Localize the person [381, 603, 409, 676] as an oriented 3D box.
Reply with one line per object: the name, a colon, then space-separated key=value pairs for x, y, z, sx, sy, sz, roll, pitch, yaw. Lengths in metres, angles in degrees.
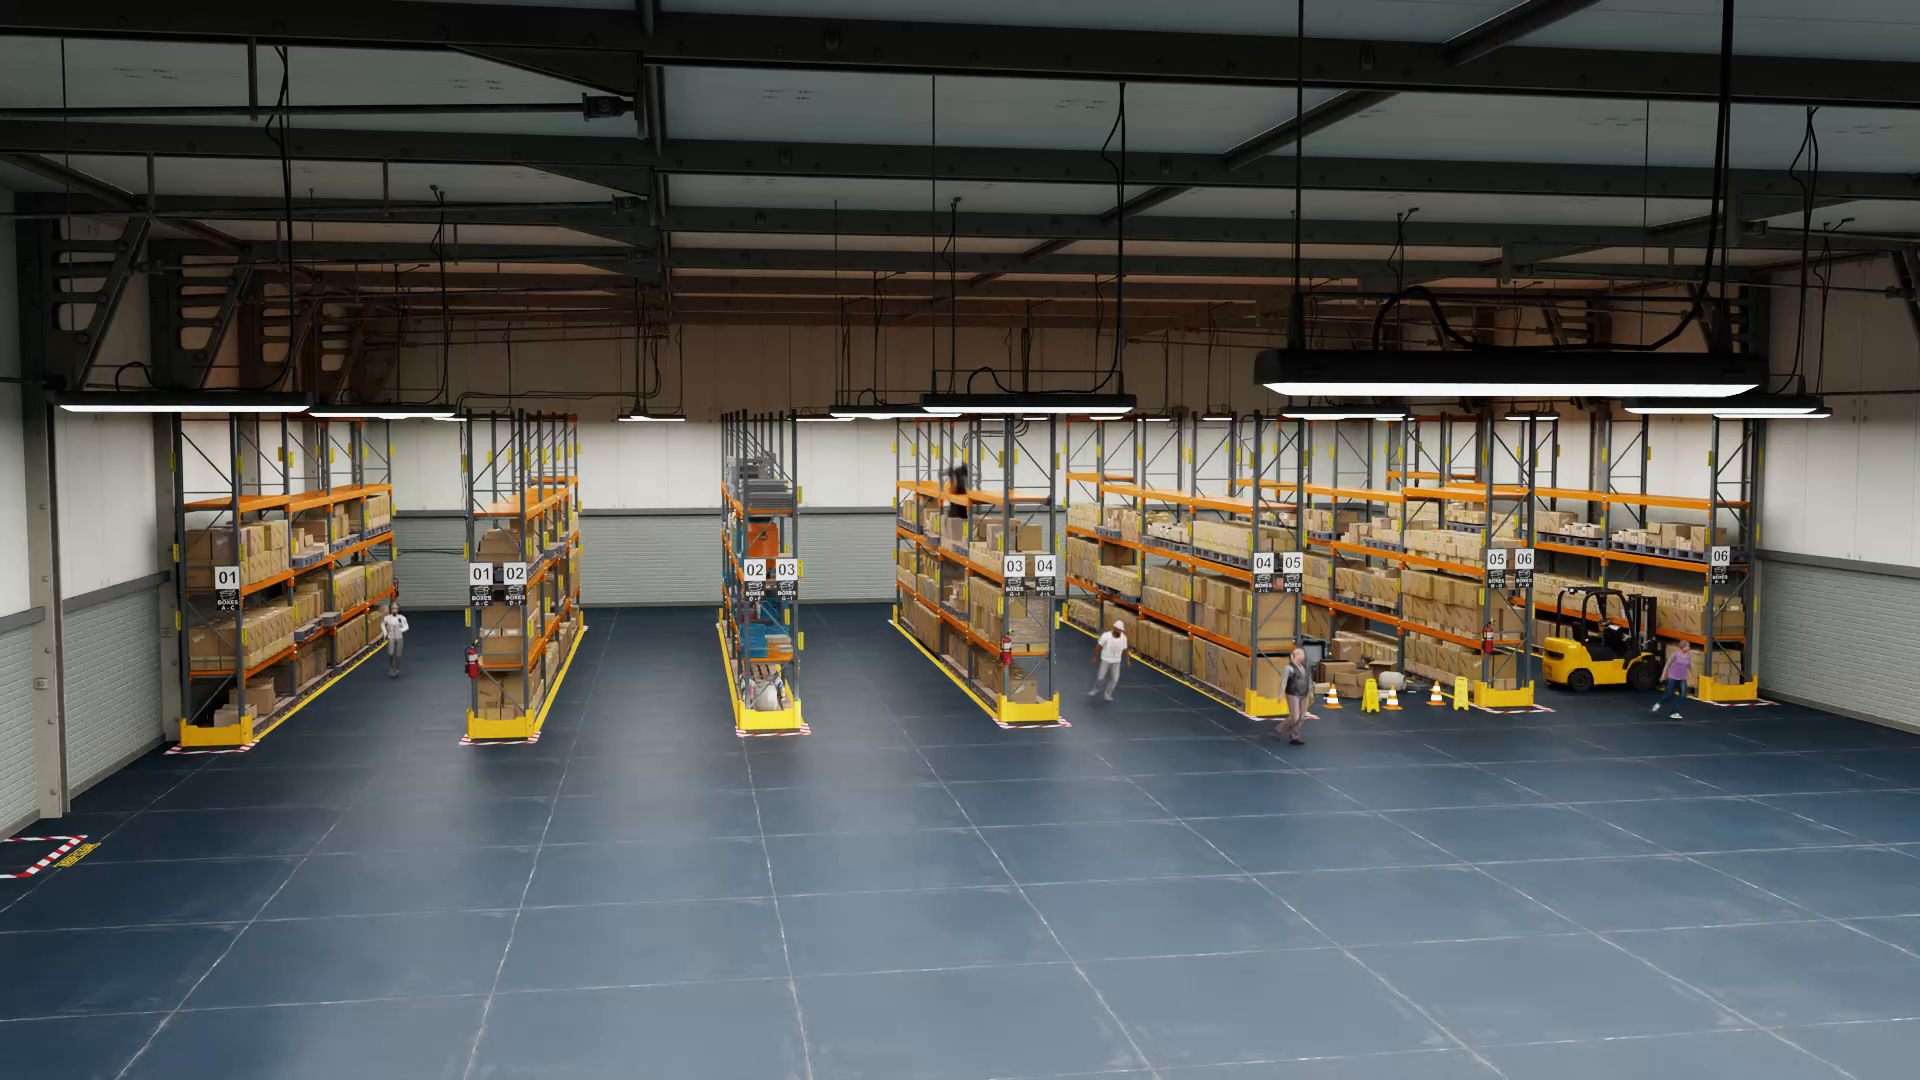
person: x=-12.798 y=2.249 z=37.663 sx=0.603 sy=1.677 sz=0.642 roll=-1 pitch=4 yaw=-16

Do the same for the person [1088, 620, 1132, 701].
person: x=3.101 y=2.477 z=34.309 sx=0.832 sy=1.681 sz=0.699 roll=-1 pitch=4 yaw=-12

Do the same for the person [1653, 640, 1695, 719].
person: x=13.916 y=2.689 z=32.415 sx=0.597 sy=1.542 sz=0.616 roll=-1 pitch=4 yaw=-11

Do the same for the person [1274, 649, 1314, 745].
person: x=5.947 y=2.790 z=29.667 sx=0.643 sy=1.716 sz=0.571 roll=-3 pitch=5 yaw=-38
